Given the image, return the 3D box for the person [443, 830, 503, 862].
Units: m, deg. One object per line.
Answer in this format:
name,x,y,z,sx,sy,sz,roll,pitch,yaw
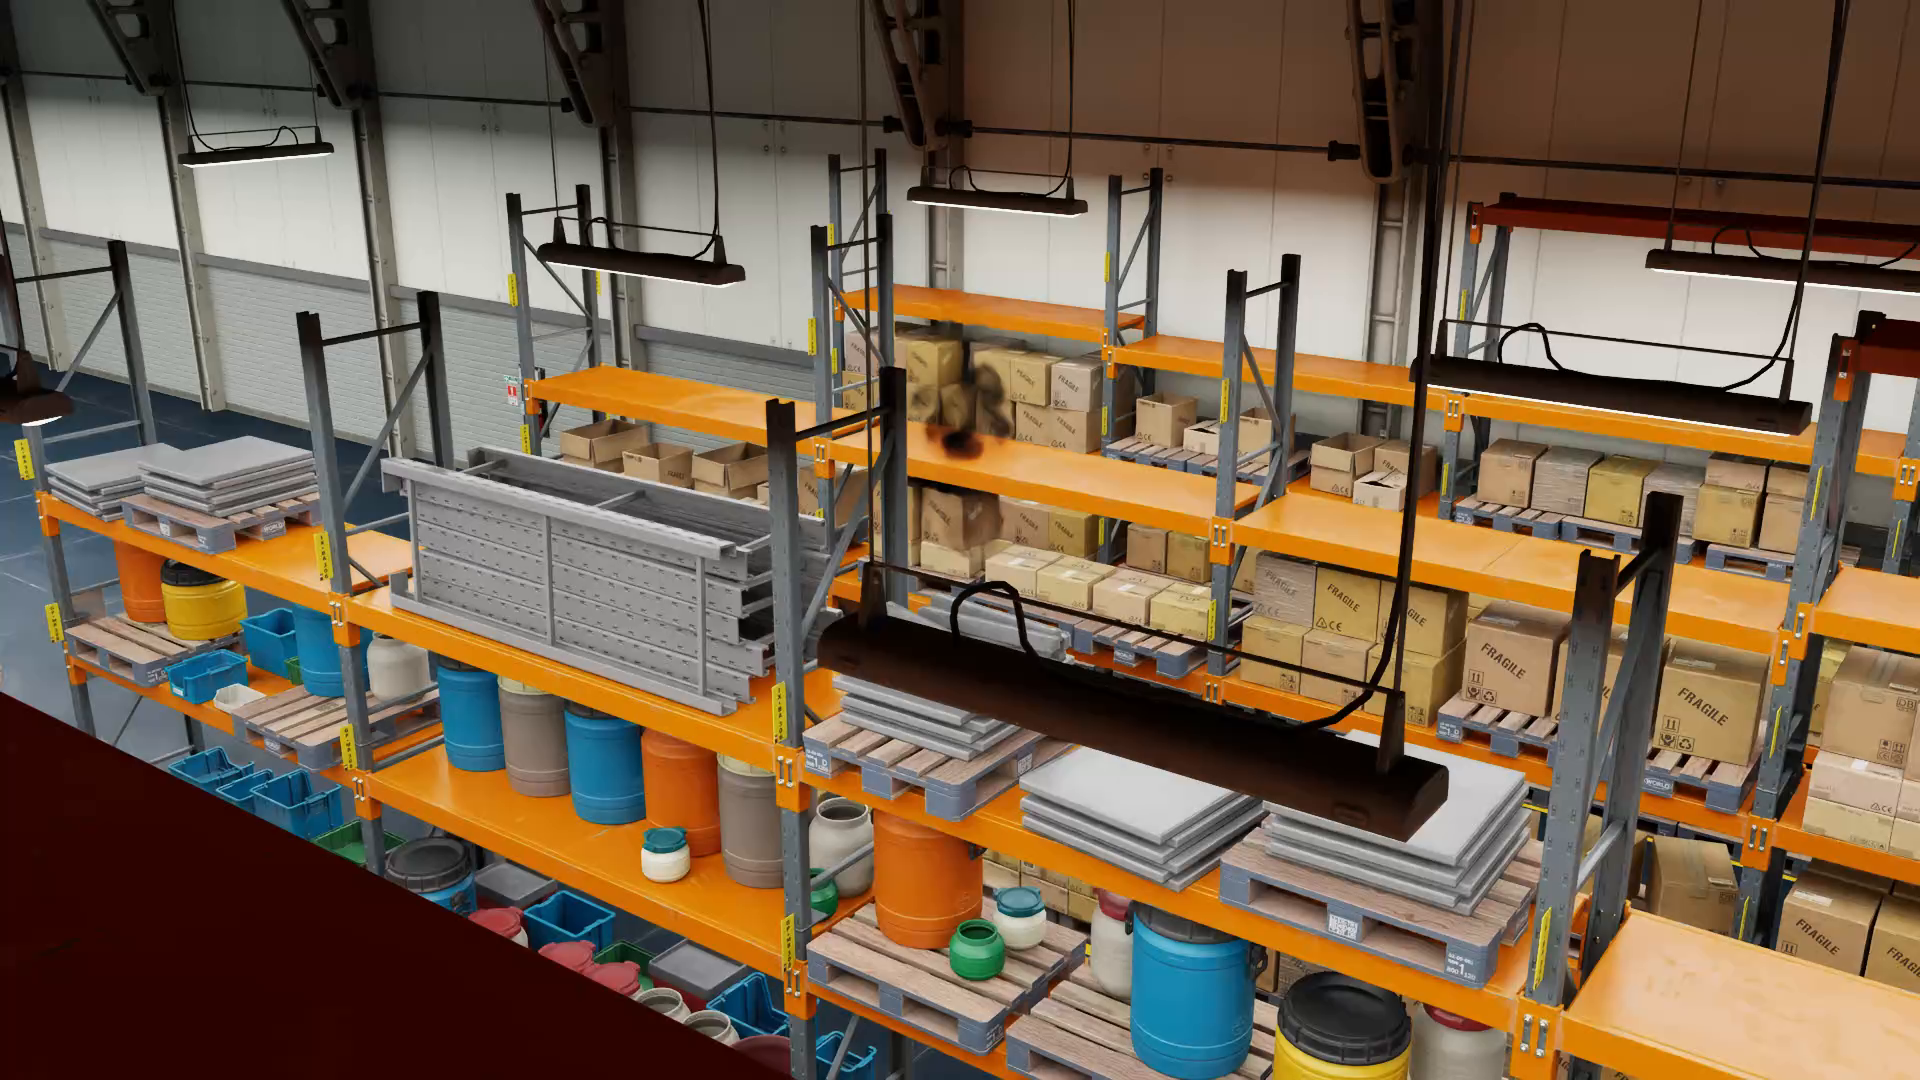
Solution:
person,-4.462,2.462,15.050,0.847,1.742,0.681,9,21,26
